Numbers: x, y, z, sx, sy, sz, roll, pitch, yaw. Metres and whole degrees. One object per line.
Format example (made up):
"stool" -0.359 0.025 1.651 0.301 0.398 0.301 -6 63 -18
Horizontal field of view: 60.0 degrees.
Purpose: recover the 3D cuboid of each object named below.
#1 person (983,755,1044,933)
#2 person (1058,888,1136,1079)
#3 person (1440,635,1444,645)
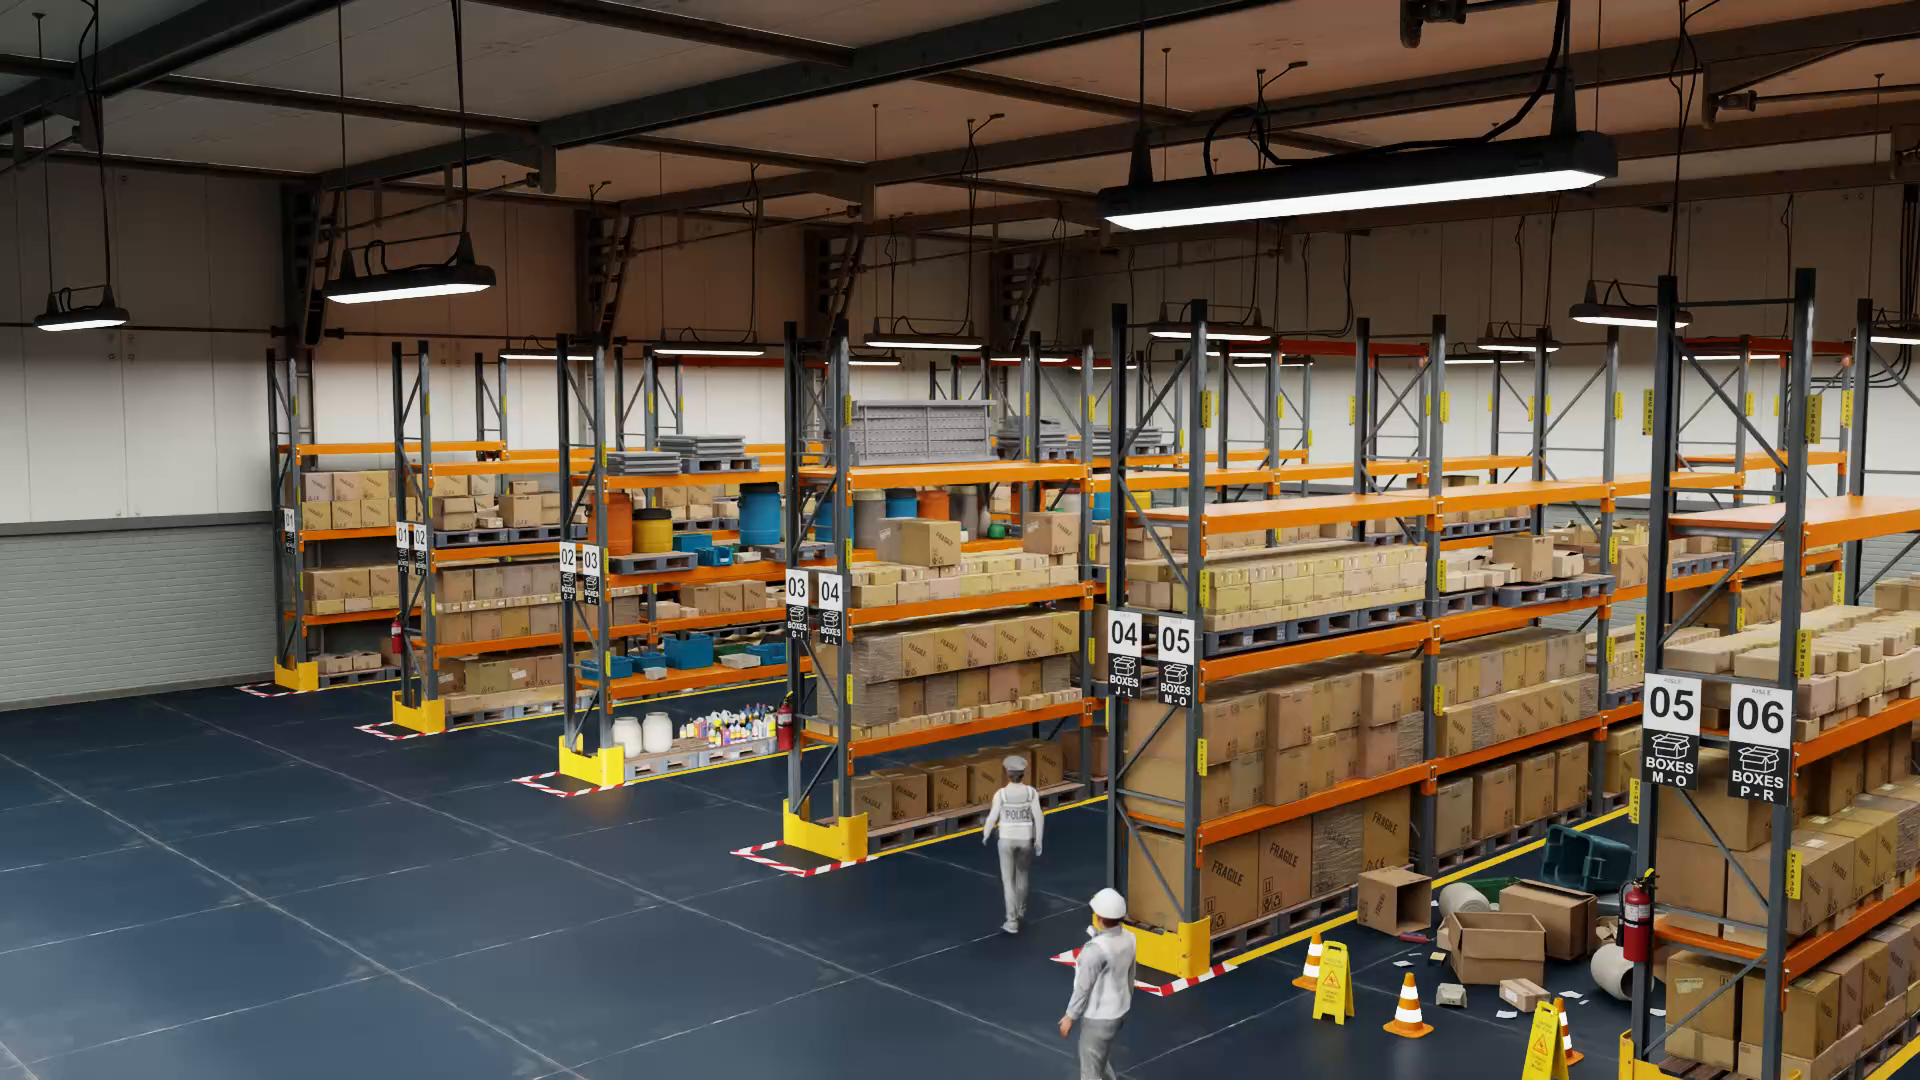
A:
"person" 0.530 2.952 16.174 0.553 1.715 0.672 -1 5 -14
"person" 0.950 3.301 11.577 0.508 1.803 0.558 2 5 24
"person" 6.839 2.185 24.199 0.485 1.779 0.601 5 7 43
